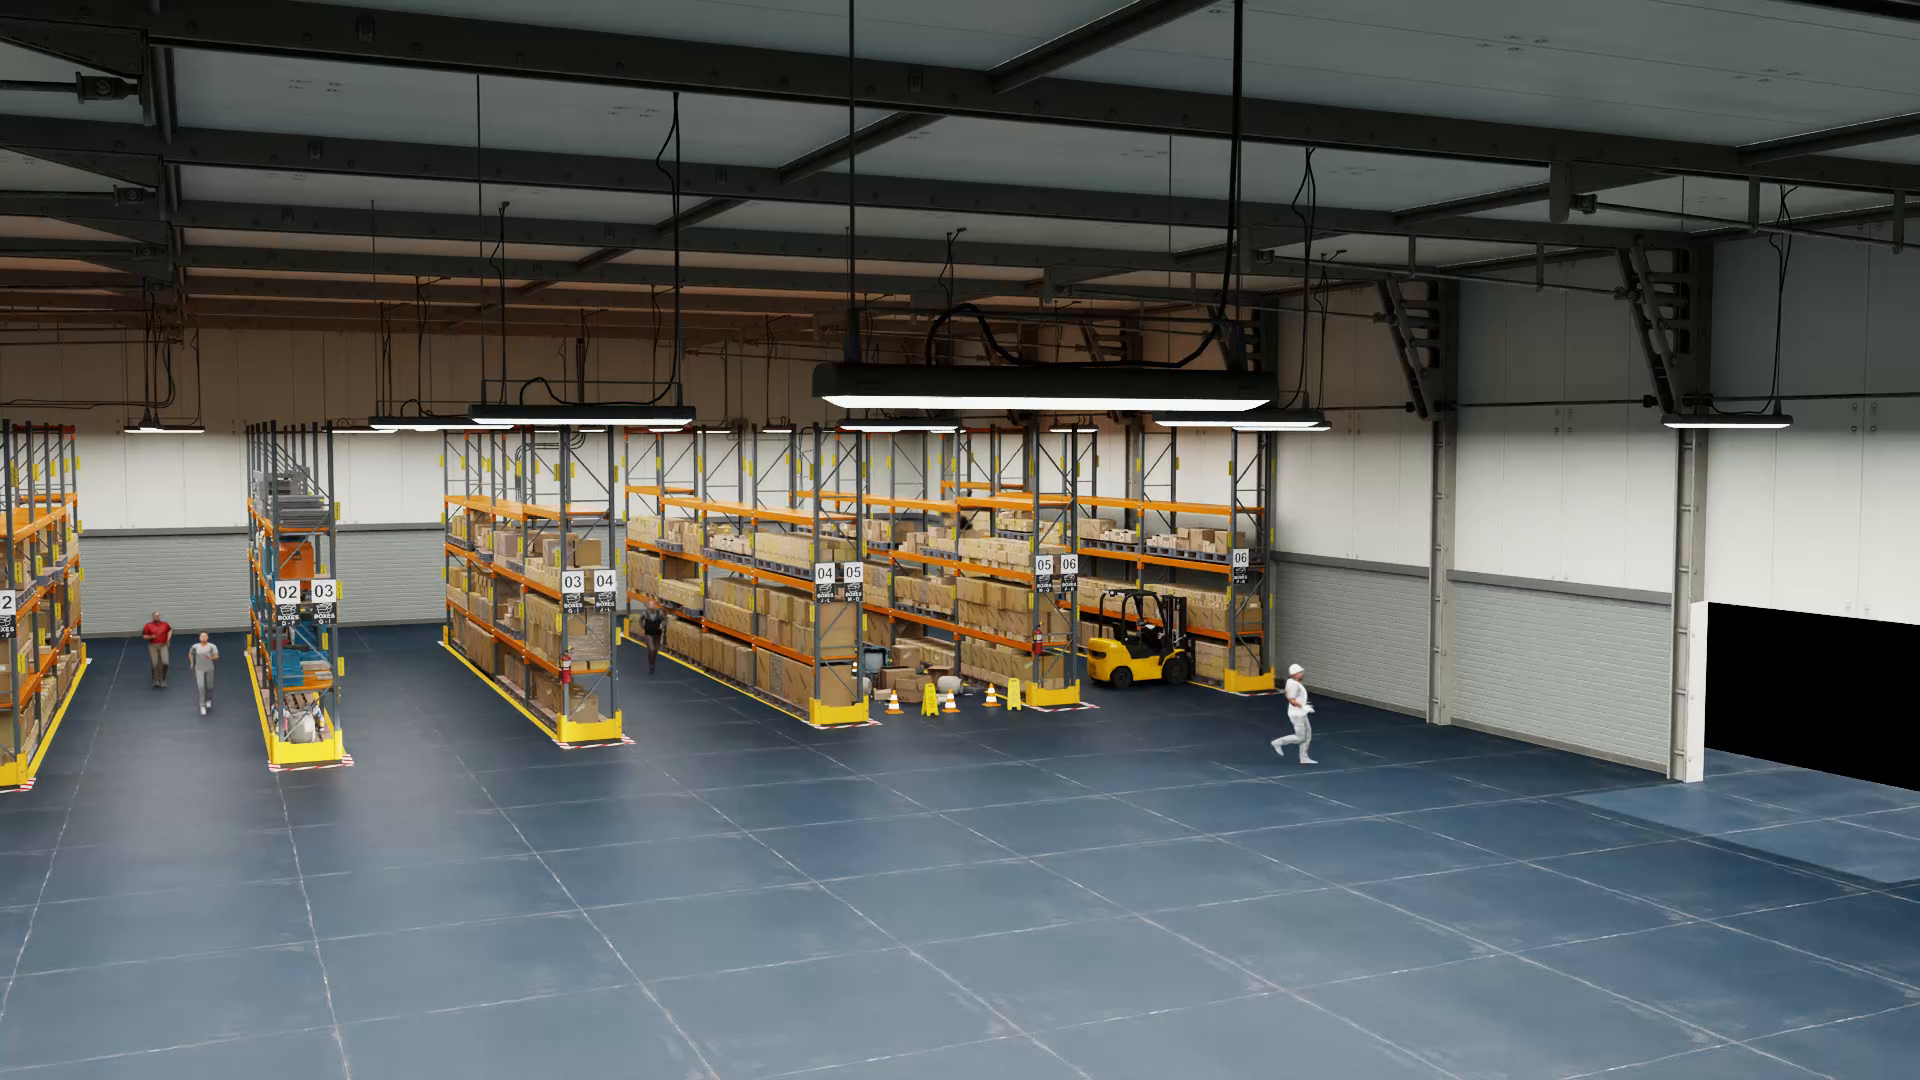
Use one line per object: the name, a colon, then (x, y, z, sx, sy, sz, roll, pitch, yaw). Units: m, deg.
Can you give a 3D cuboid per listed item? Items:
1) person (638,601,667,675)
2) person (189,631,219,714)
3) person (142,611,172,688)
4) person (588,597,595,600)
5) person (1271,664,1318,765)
person: (-7.443, 2.335, 40.340, 0.656, 1.758, 0.837, -2, 4, -23)
person: (-15.644, 2.708, 34.429, 0.560, 1.665, 0.960, -2, 4, -26)
person: (-18.260, 2.511, 37.886, 0.644, 1.769, 0.700, -2, 4, -33)
person: (-10.524, 1.919, 46.591, 0.717, 1.814, 0.903, 0, 4, -2)
person: (5.841, 3.037, 28.966, 0.808, 1.752, 0.678, 1, 4, 12)
